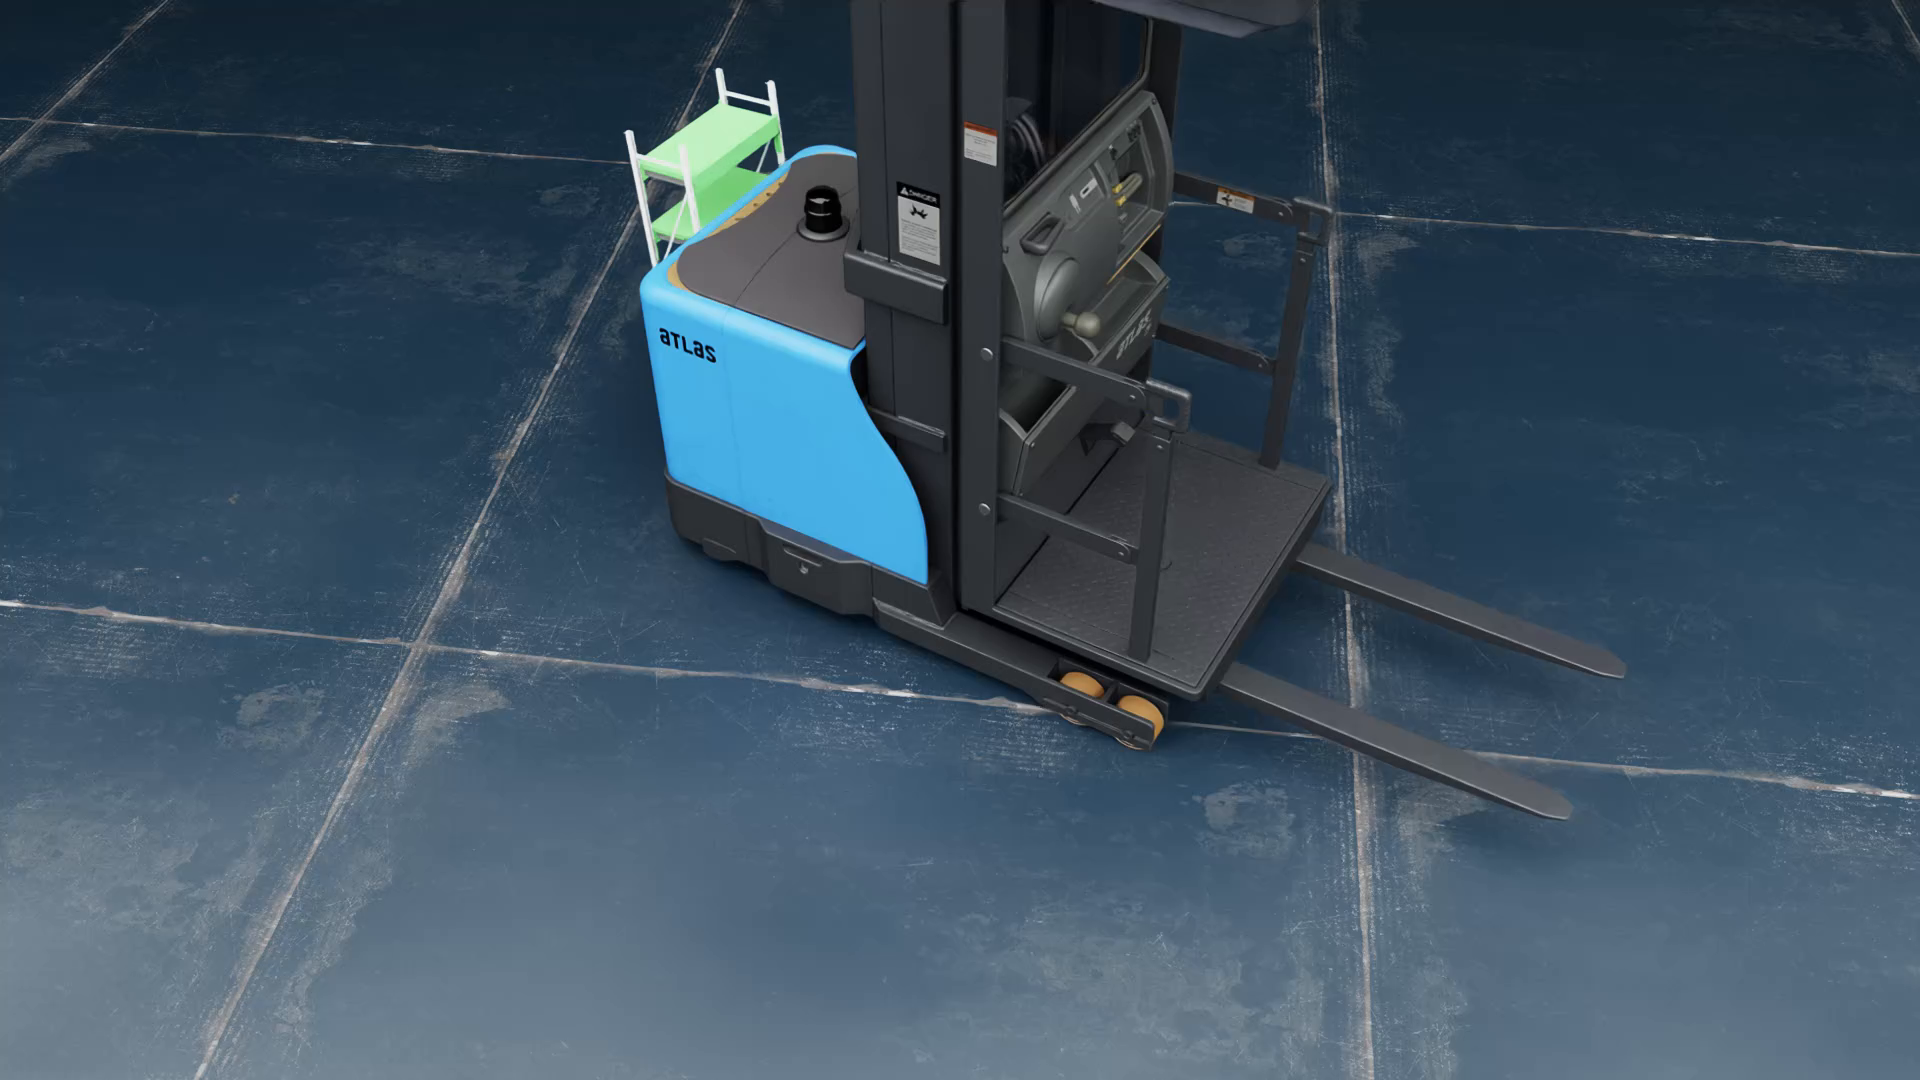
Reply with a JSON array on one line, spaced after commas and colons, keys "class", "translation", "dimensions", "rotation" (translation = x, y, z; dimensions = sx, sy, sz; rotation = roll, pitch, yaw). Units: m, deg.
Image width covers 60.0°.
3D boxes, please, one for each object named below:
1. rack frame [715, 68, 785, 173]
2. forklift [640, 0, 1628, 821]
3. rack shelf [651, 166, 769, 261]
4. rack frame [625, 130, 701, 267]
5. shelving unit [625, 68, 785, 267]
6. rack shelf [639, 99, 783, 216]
[{"class": "rack frame", "translation": [-0.702, -1.134, 6.064], "dimensions": [0.240, 1.200, 0.015], "rotation": [20, 47, 24]}, {"class": "forklift", "translation": [0.543, -0.847, 4.513], "dimensions": [3.031, 2.935, 1.130], "rotation": [22, 48, 21]}, {"class": "rack shelf", "translation": [-0.836, -1.121, 5.795], "dimensions": [0.258, 0.148, 0.480], "rotation": [20, 47, 24]}, {"class": "rack frame", "translation": [-0.951, -0.846, 5.759], "dimensions": [0.240, 1.200, 0.015], "rotation": [20, 47, 24]}, {"class": "shelving unit", "translation": [-0.827, -0.990, 5.912], "dimensions": [0.258, 1.200, 0.503], "rotation": [20, 47, 24]}, {"class": "rack shelf", "translation": [-0.849, -1.301, 5.636], "dimensions": [0.258, 0.148, 0.480], "rotation": [20, 47, 24]}]
